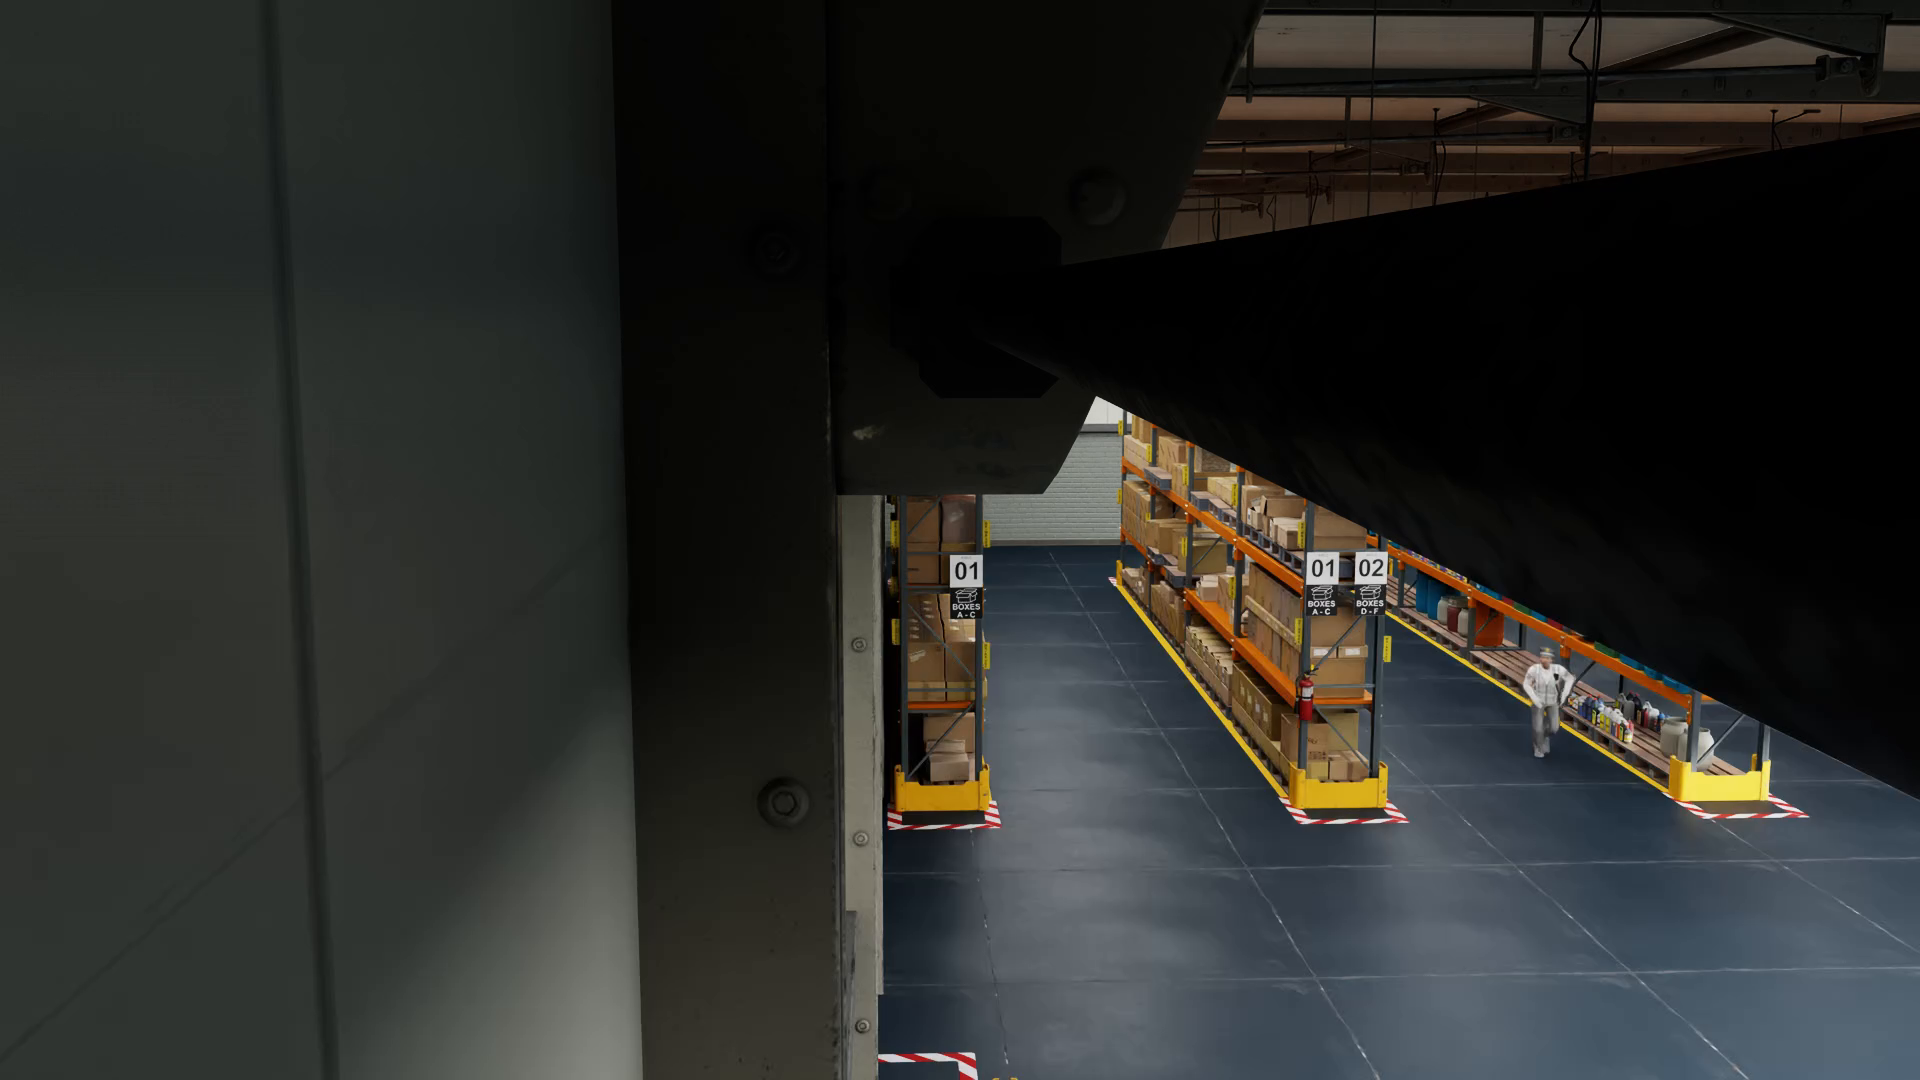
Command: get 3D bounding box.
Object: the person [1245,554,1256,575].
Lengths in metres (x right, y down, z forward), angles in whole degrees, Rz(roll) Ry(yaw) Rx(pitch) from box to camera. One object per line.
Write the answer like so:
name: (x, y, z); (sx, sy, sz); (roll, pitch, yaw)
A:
person: (5.732, 0.710, 32.585); (0.456, 1.626, 1.033); (-2, 9, -10)

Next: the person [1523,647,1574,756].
person: (8.019, 2.207, 22.711); (0.675, 1.606, 0.680); (1, 8, 8)
